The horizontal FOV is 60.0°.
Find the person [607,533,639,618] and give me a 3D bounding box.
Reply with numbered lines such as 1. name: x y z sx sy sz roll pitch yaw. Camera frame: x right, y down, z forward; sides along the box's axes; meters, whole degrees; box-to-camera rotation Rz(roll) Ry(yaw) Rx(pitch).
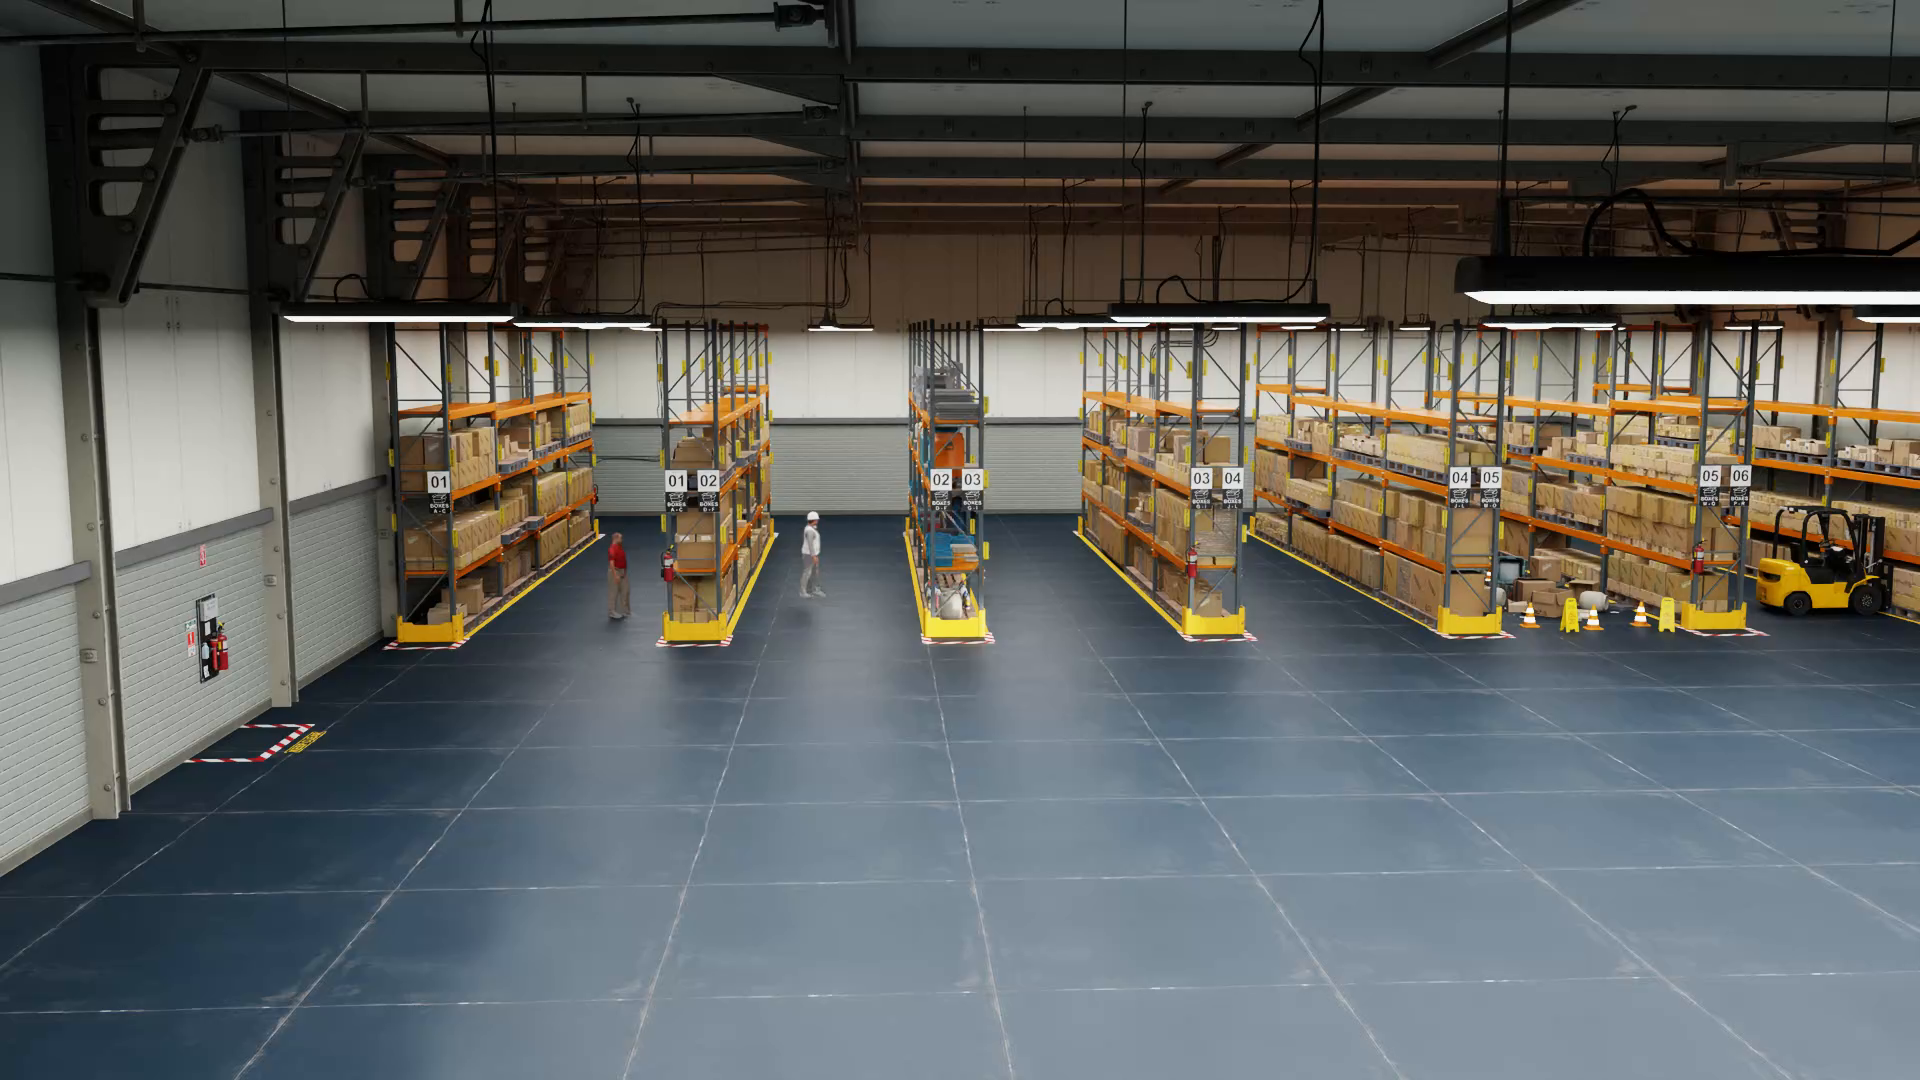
1. person: -6.894 0.730 33.688 0.555 1.749 0.562 3 8 24

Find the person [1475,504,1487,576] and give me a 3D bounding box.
1. person: 12.254 0.010 39.270 0.445 1.770 0.563 3 8 21

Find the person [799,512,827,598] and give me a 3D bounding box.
1. person: -3.073 0.317 34.434 0.502 1.822 0.658 1 7 7
